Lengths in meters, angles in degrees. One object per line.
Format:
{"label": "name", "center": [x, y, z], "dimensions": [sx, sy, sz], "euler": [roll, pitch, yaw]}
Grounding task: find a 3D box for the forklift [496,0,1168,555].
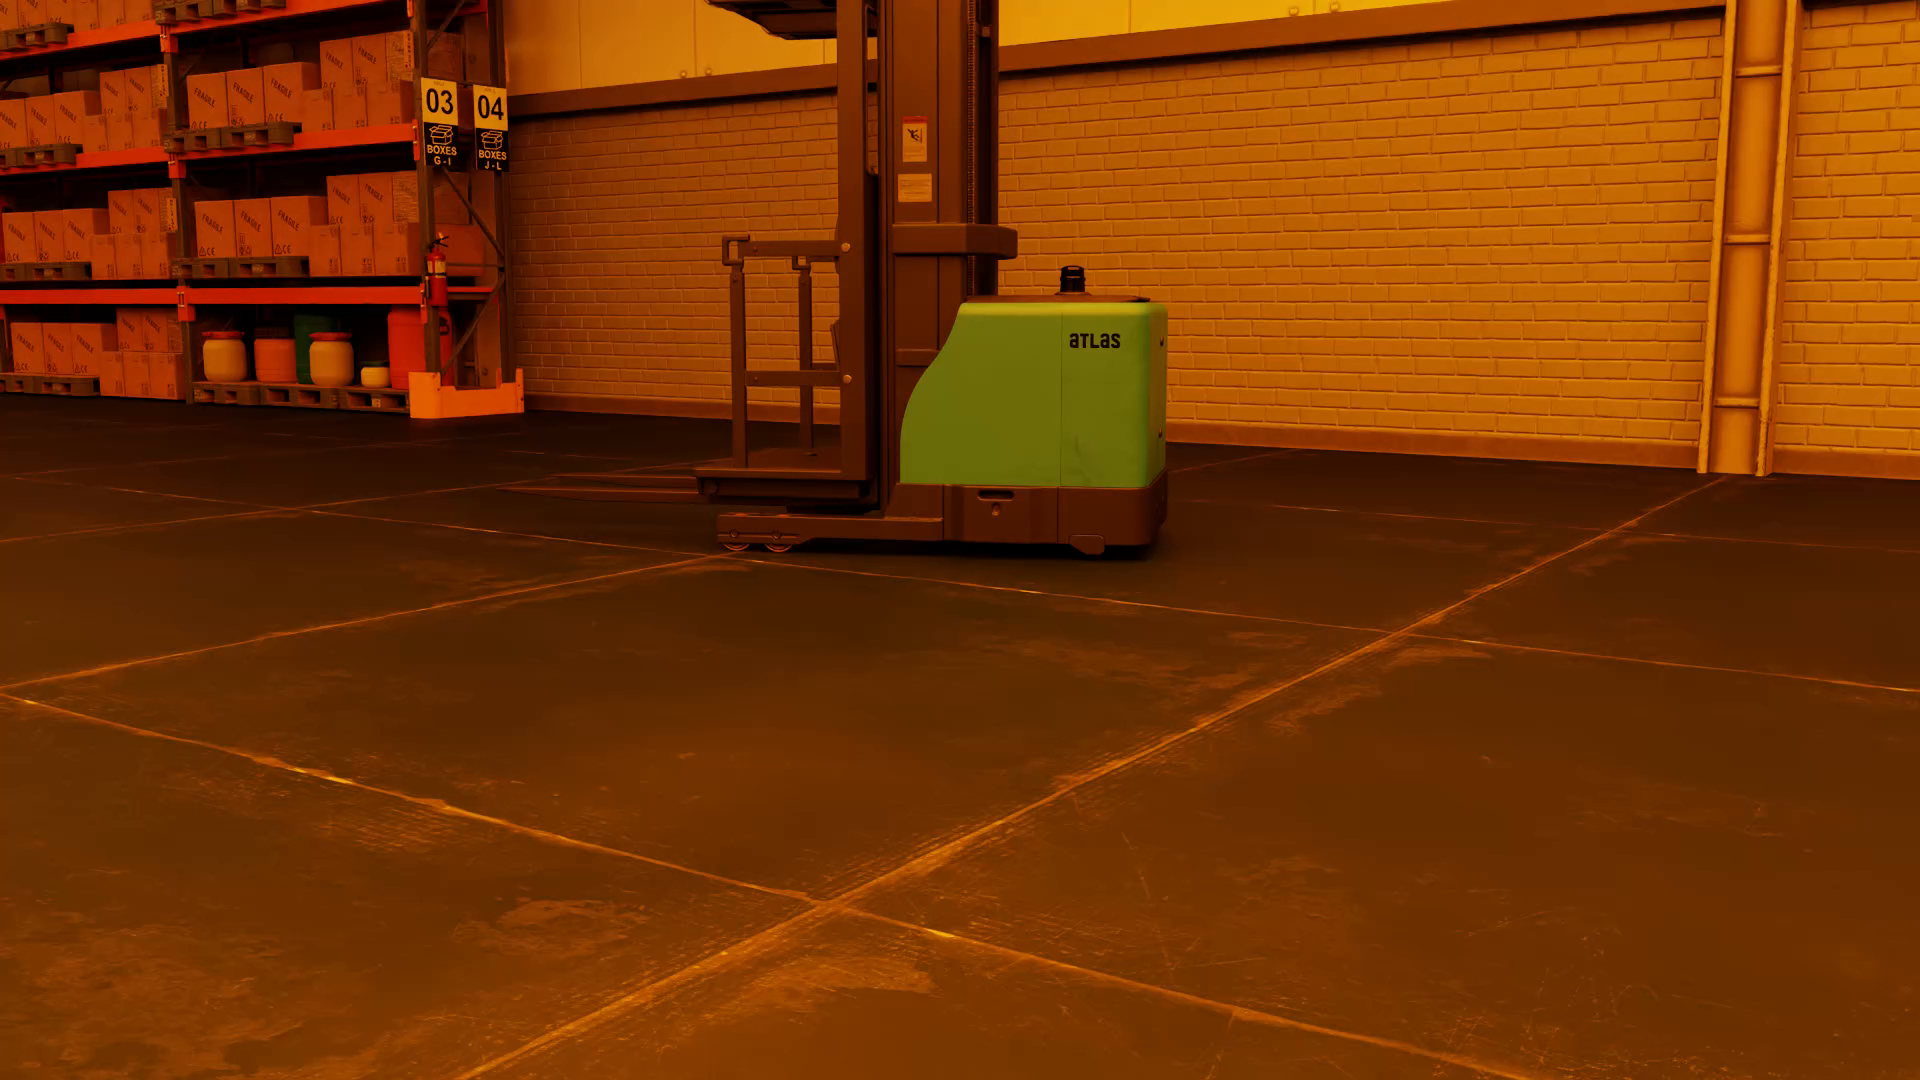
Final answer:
{"label": "forklift", "center": [-0.596, -1.469, 7.520], "dimensions": [3.031, 2.935, 1.130], "euler": [2, 8, 12]}
